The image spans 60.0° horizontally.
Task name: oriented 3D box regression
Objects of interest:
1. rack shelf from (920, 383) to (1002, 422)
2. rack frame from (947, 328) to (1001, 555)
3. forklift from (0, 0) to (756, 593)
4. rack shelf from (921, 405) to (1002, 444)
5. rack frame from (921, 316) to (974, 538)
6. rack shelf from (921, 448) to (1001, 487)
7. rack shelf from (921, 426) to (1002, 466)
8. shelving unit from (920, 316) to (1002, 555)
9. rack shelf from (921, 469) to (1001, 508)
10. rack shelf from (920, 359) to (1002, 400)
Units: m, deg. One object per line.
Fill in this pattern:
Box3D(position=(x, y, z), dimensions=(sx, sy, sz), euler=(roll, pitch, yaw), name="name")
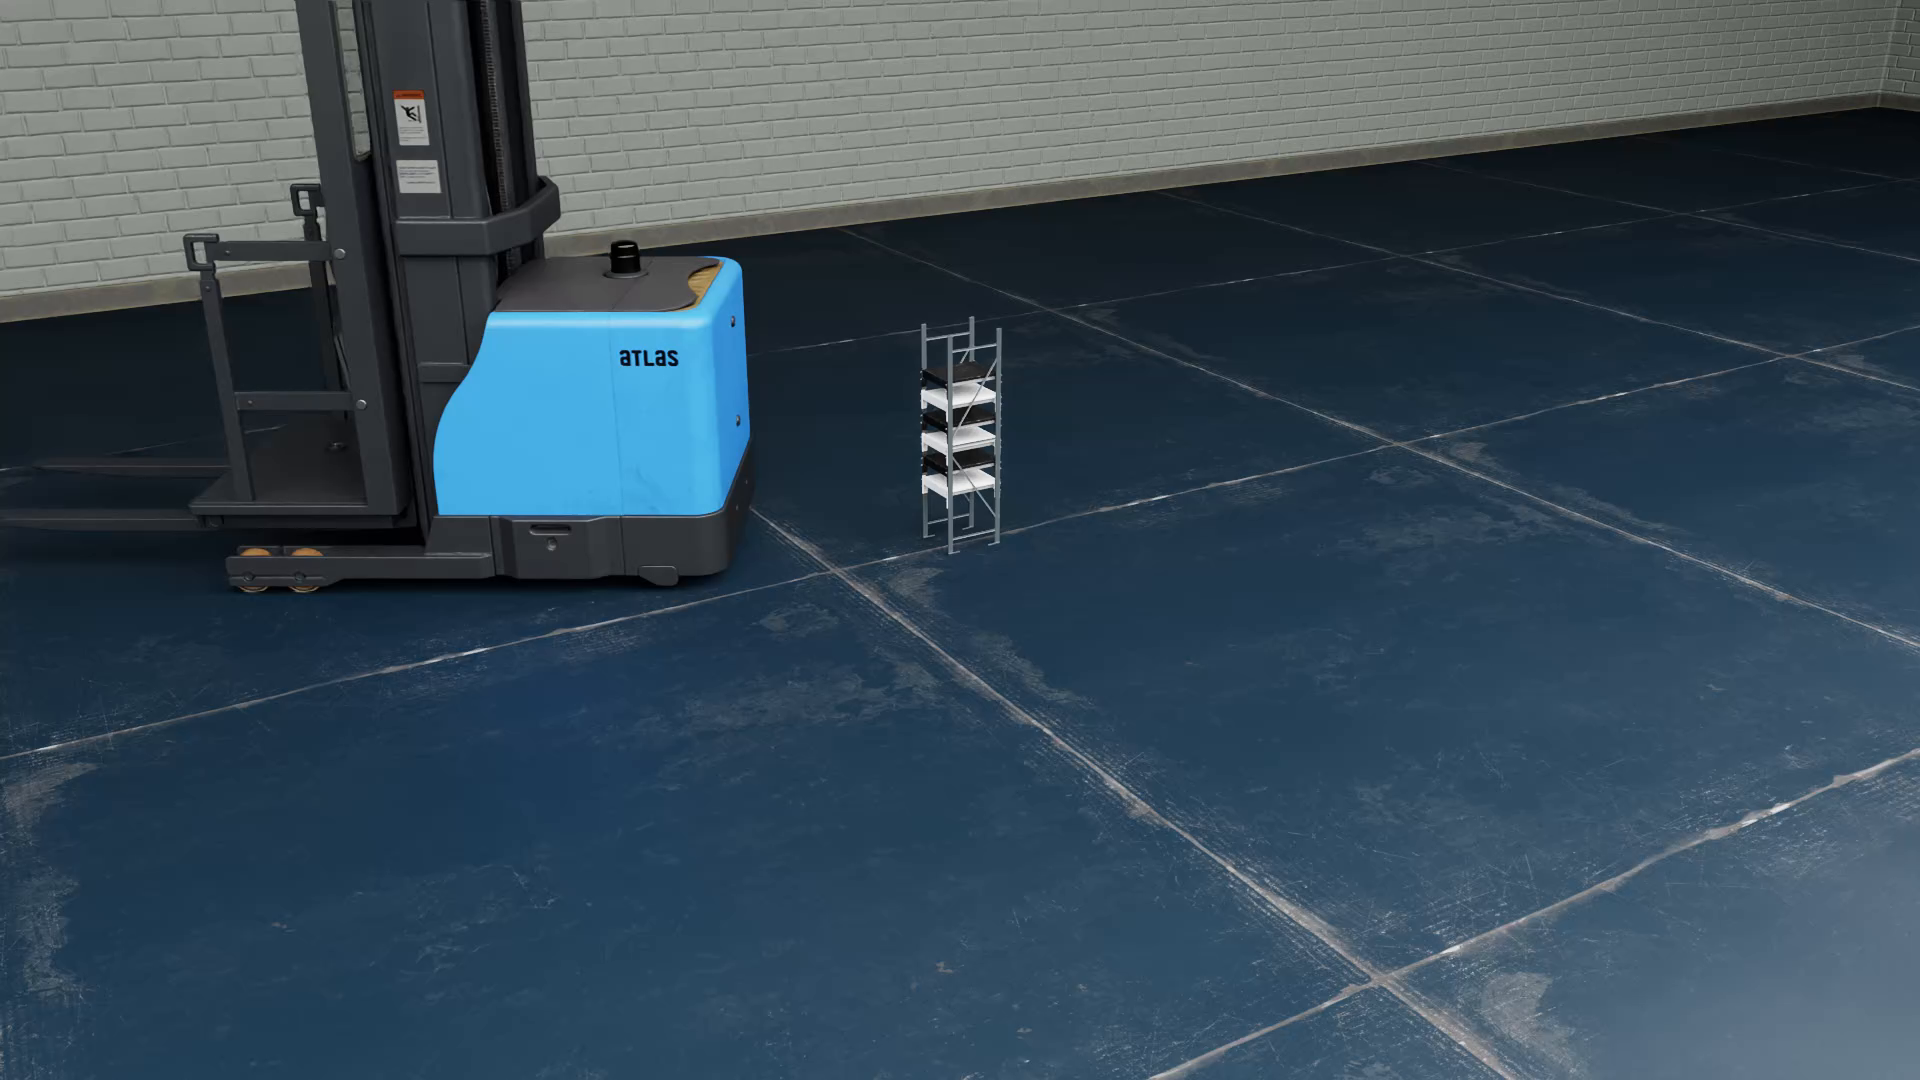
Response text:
Box3D(position=(0.004, -0.550, 6.580), dimensions=(0.258, 0.077, 0.200), euler=(-13, 25, -28), name="rack shelf")
Box3D(position=(0.056, -0.381, 6.555), dimensions=(0.240, 0.900, 0.006), euler=(-13, 25, -28), name="rack frame")
Box3D(position=(-2.397, -1.356, 6.255), dimensions=(3.031, 2.935, 1.130), euler=(0, 22, 0), name="forklift")
Box3D(position=(0.004, -0.467, 6.614), dimensions=(0.258, 0.077, 0.200), euler=(-13, 25, -28), name="rack shelf")
Box3D(position=(-0.048, -0.447, 6.717), dimensions=(0.240, 0.900, 0.006), euler=(-13, 25, -28), name="rack frame")
Box3D(position=(0.004, -0.300, 6.682), dimensions=(0.258, 0.077, 0.200), euler=(-13, 25, -28), name="rack shelf")
Box3D(position=(0.004, -0.383, 6.648), dimensions=(0.258, 0.077, 0.200), euler=(-13, 25, -28), name="rack shelf")
Box3D(position=(0.004, -0.414, 6.636), dimensions=(0.258, 0.900, 0.210), euler=(-13, 25, -28), name="shelving unit")
Box3D(position=(0.004, -0.217, 6.716), dimensions=(0.258, 0.077, 0.200), euler=(-13, 25, -28), name="rack shelf")
Box3D(position=(0.004, -0.633, 6.546), dimensions=(0.258, 0.077, 0.200), euler=(-13, 25, -28), name="rack shelf")
